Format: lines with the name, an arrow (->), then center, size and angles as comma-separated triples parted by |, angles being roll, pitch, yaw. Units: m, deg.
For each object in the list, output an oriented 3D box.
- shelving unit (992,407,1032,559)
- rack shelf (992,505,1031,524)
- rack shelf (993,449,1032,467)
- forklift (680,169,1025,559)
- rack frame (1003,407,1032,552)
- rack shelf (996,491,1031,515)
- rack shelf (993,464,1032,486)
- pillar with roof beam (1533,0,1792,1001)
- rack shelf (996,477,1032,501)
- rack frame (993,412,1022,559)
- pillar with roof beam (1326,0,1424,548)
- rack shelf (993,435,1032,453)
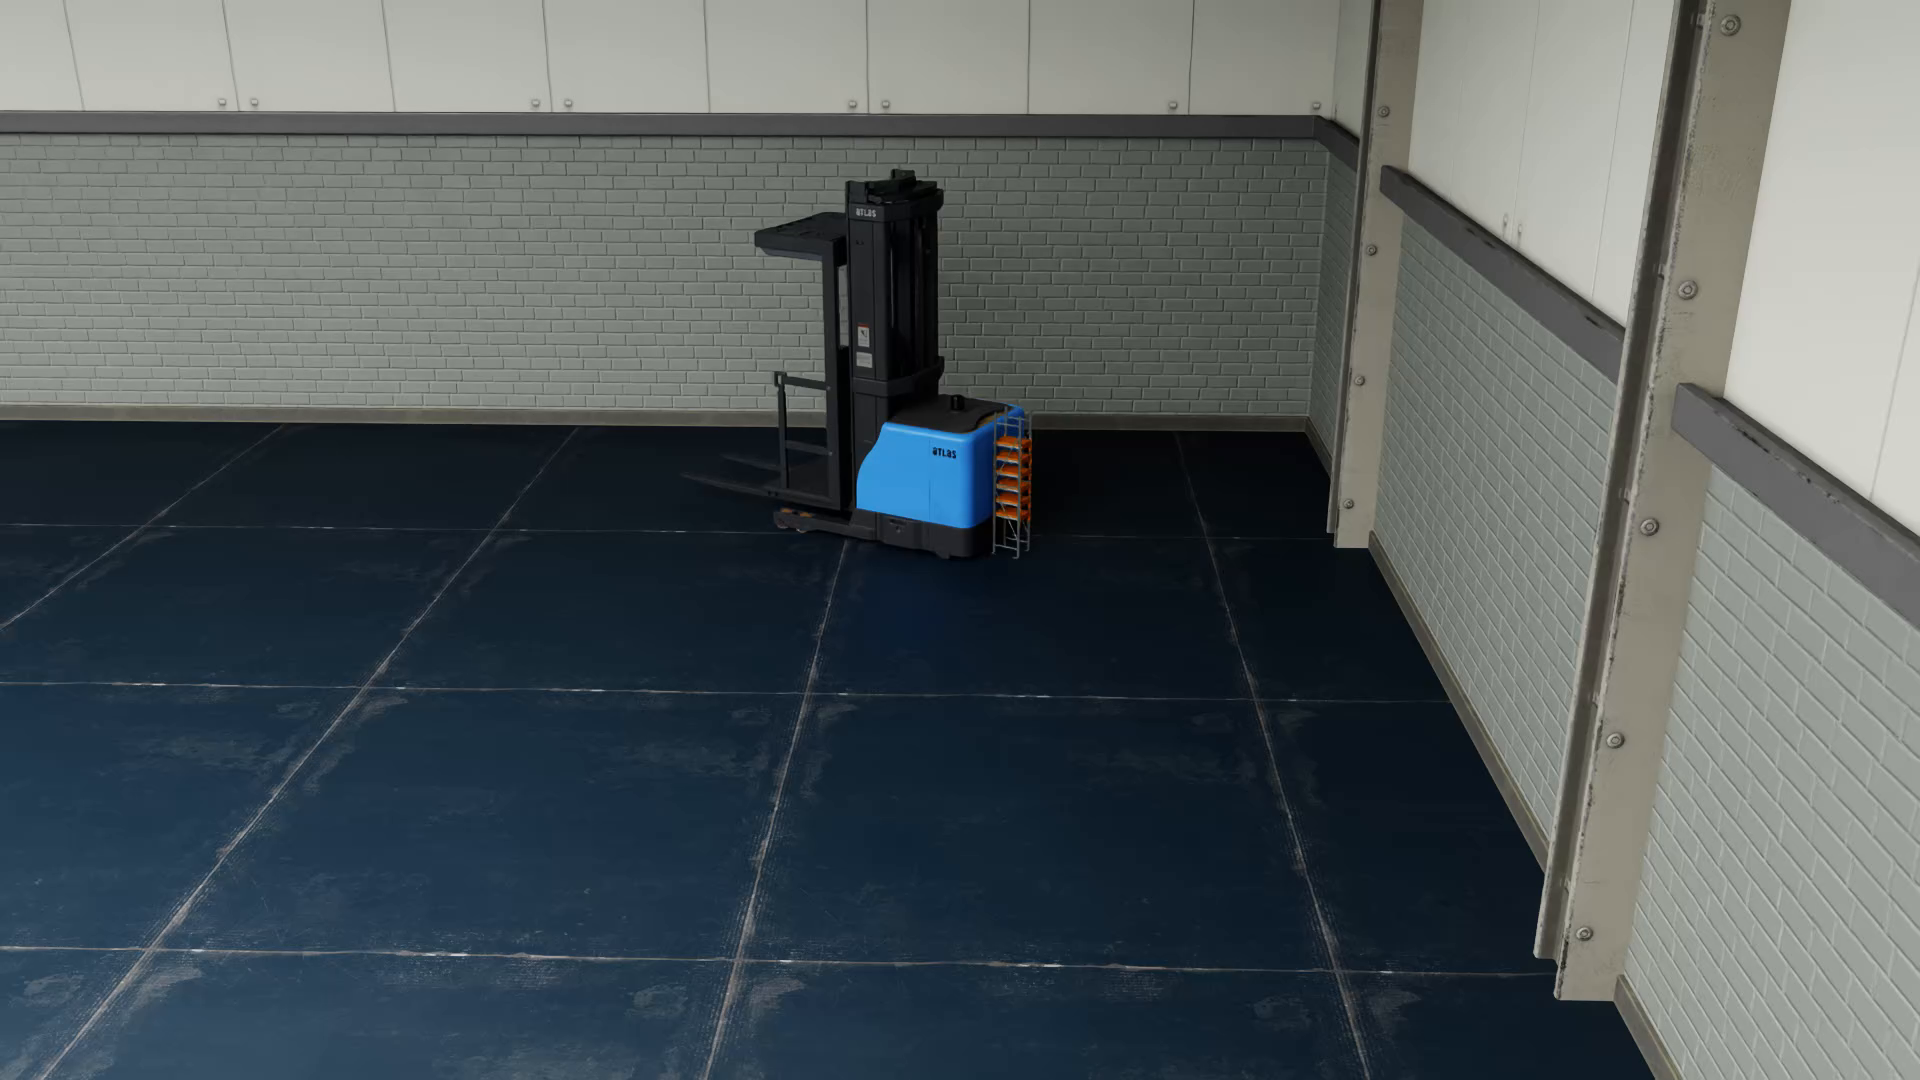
shelving unit -> 0.418, -0.453, 13.331 | 0.258, 1.200, 0.189 | 11, 24, 27
rack shelf -> 0.418, -0.188, 13.435 | 0.258, 0.103, 0.180 | 11, 24, 27
rack shelf -> 0.418, -0.636, 13.260 | 0.258, 0.103, 0.180 | 11, 24, 27
forklift -> -0.995, -1.579, 13.840 | 3.031, 2.935, 1.130 | 11, 24, 27
rack frame -> 0.463, -0.482, 13.406 | 0.240, 1.200, 0.006 | 11, 24, 27
rack shelf -> 0.418, -0.300, 13.391 | 0.258, 0.103, 0.180 | 11, 24, 27
rack shelf -> 0.418, -0.524, 13.304 | 0.258, 0.103, 0.180 | 11, 24, 27
pillar with roof beam -> -1.247, -2.081, 6.745 | 9.100, 9.000, 0.400 | 1, 21, 2
rack shelf -> 0.418, -0.412, 13.348 | 0.258, 0.103, 0.180 | 11, 24, 27
rack frame -> 0.374, -0.424, 13.257 | 0.240, 1.200, 0.006 | 11, 24, 27
pillar with roof beam -> -1.064, -4.250, 12.336 | 9.100, 9.000, 0.400 | 1, 21, 2
rack shelf -> 0.419, -0.748, 13.217 | 0.258, 0.103, 0.180 | 11, 24, 27
